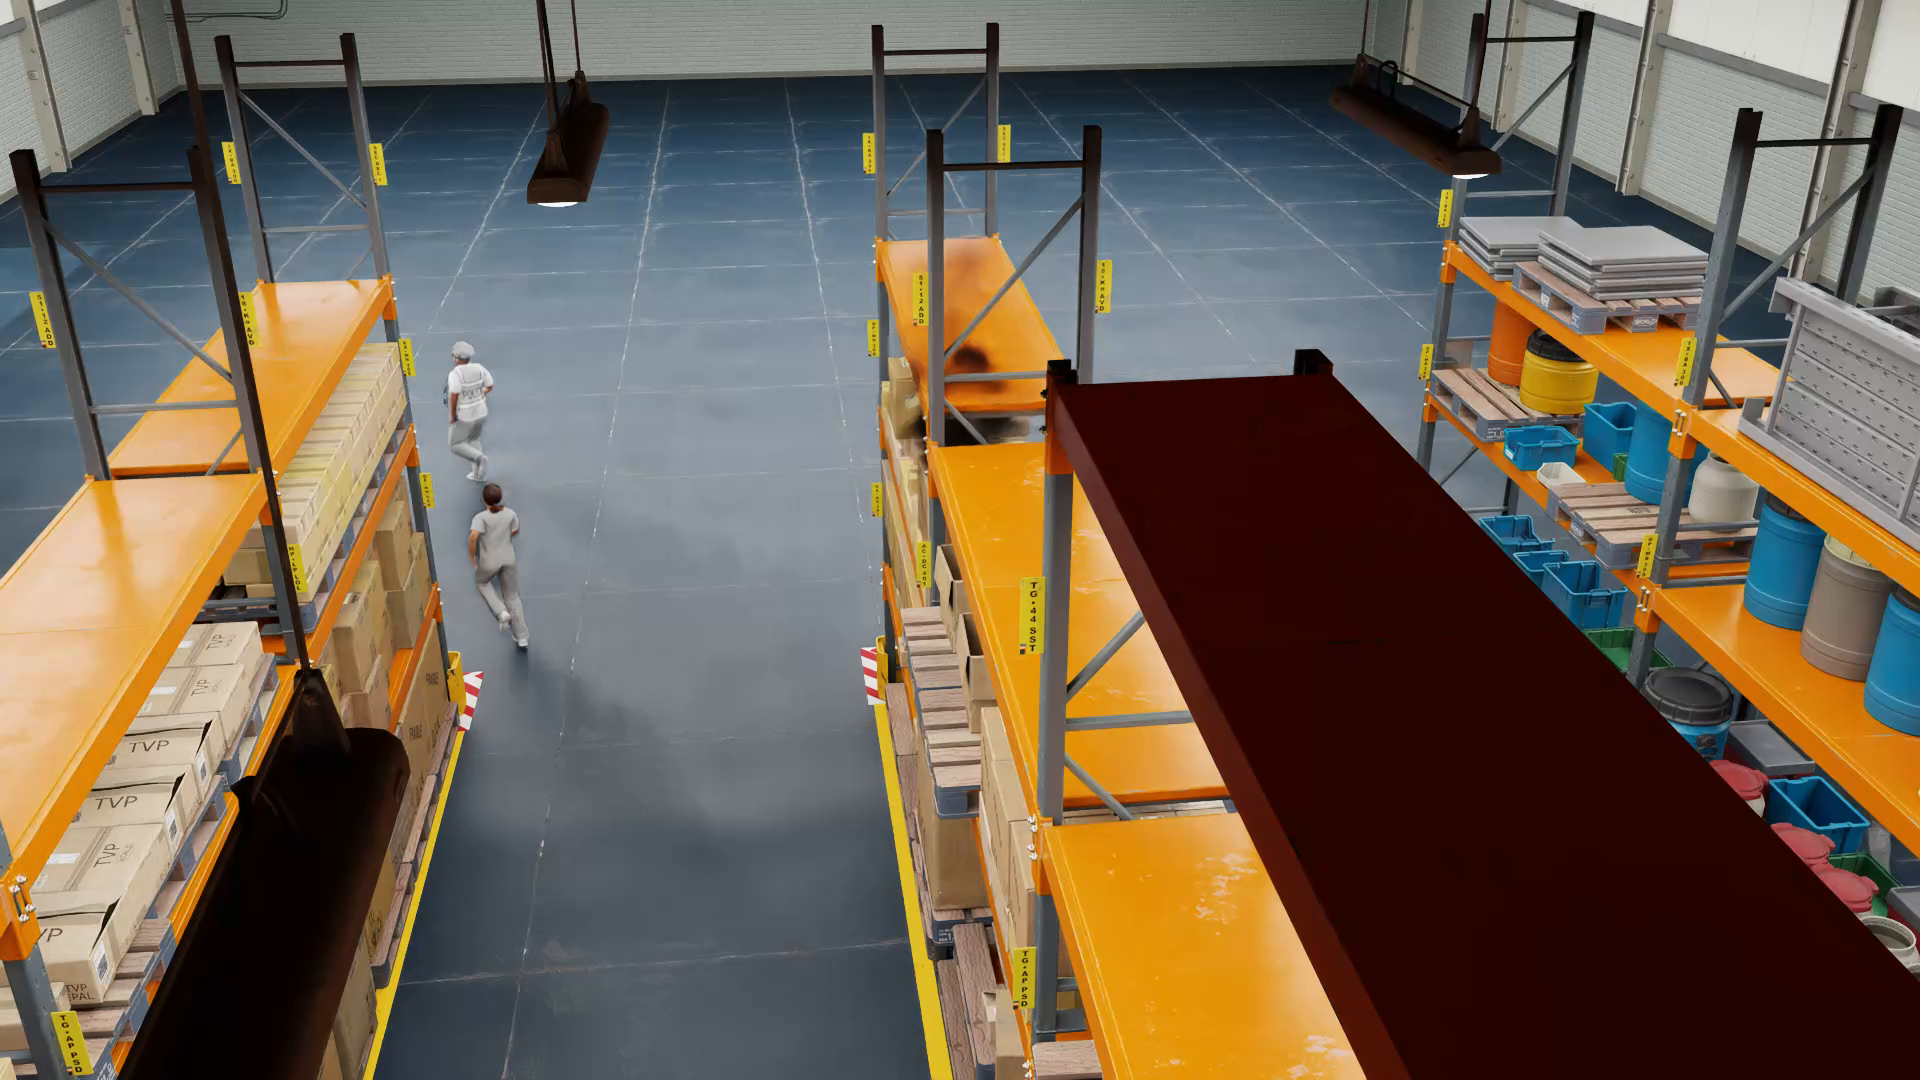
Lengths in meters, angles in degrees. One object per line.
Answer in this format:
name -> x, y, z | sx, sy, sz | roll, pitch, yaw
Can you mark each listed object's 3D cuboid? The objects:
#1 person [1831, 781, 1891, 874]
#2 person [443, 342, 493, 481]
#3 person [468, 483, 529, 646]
person -> 6.932, 1.825, 12.626 | 0.639, 1.825, 0.734 | -3, 26, -7
person -> -5.790, -1.490, 19.636 | 0.627, 1.752, 0.697 | 16, 30, 29
person -> -4.513, 0.213, 16.139 | 0.581, 1.616, 0.747 | -17, 30, -31
